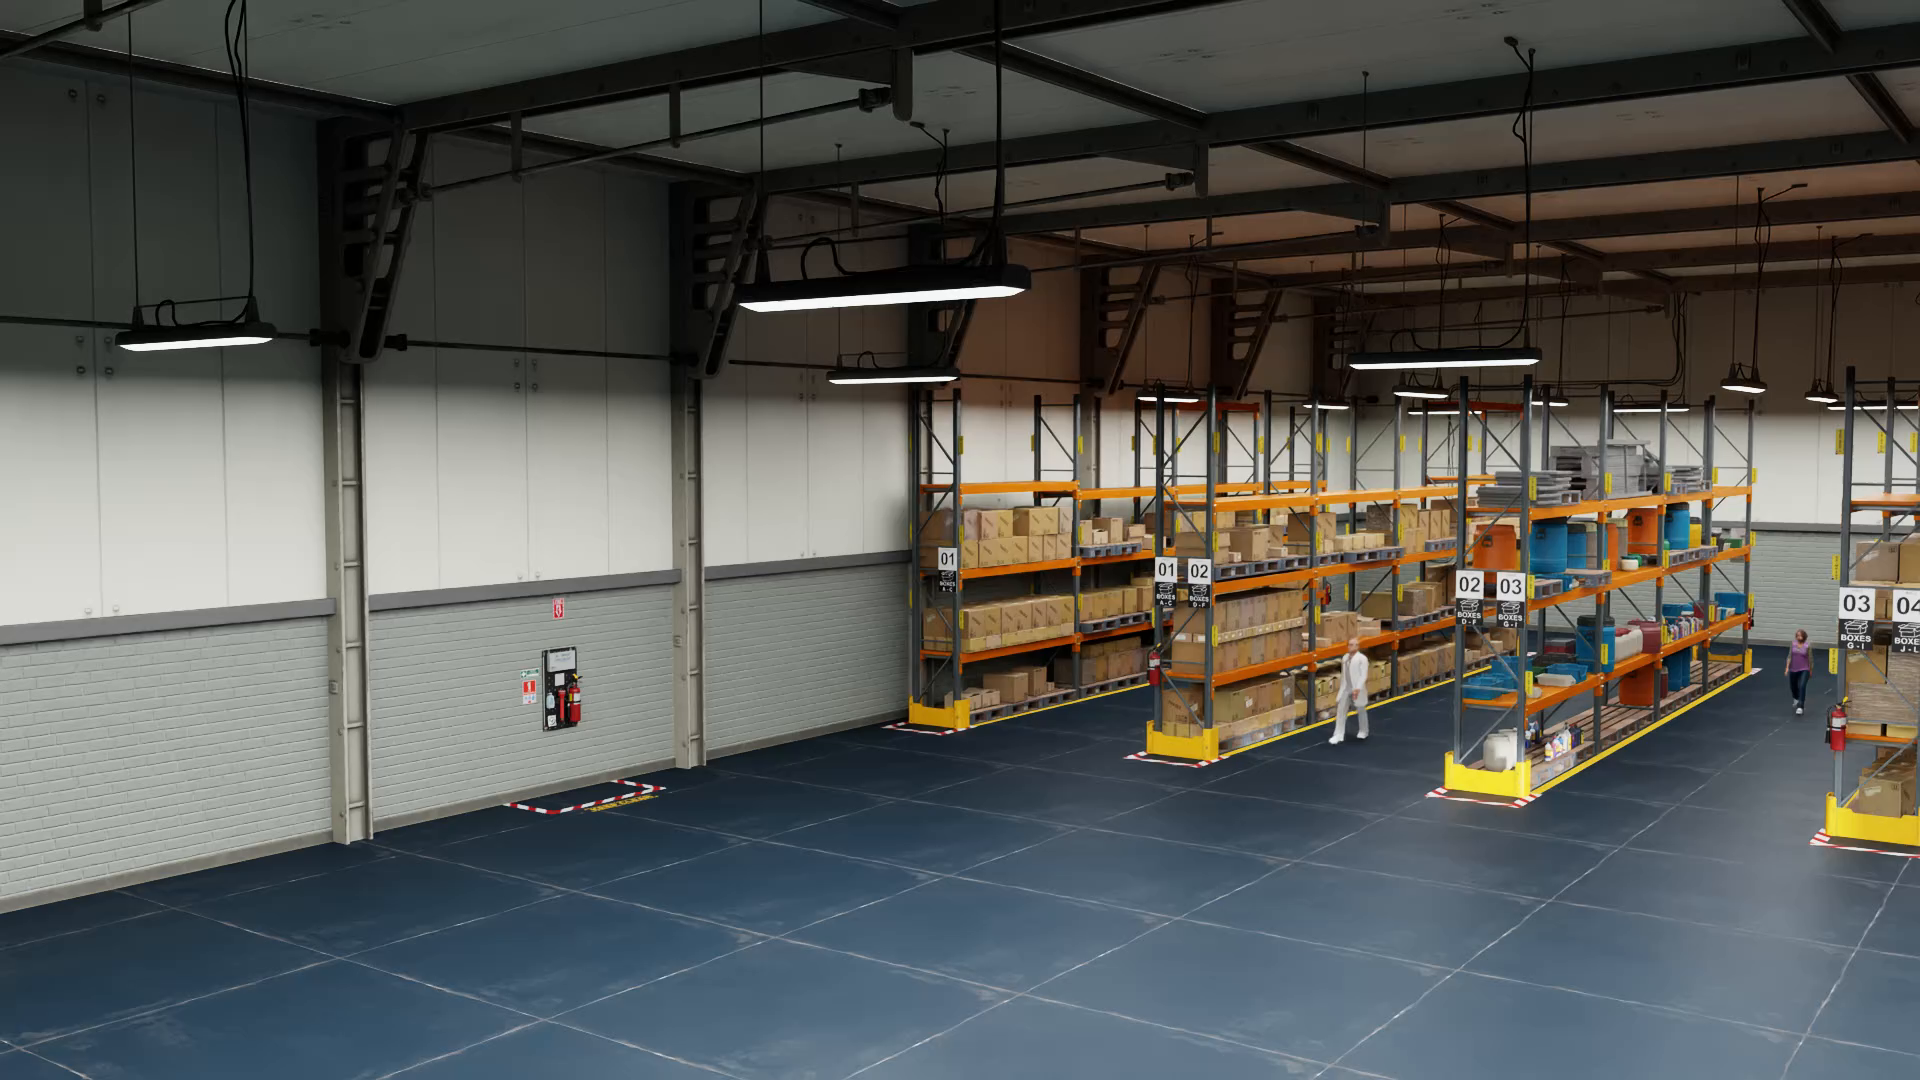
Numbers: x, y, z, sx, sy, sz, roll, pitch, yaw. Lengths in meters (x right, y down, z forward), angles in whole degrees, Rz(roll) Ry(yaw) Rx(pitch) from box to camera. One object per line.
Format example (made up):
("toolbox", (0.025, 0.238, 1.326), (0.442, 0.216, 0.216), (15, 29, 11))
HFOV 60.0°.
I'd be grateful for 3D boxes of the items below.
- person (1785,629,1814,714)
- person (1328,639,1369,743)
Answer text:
("person", (15.720, 2.431, 31.113), (0.457, 1.550, 0.899), (2, 4, 35))
("person", (6.580, 2.518, 27.950), (0.589, 1.717, 1.102), (2, 4, 37))
